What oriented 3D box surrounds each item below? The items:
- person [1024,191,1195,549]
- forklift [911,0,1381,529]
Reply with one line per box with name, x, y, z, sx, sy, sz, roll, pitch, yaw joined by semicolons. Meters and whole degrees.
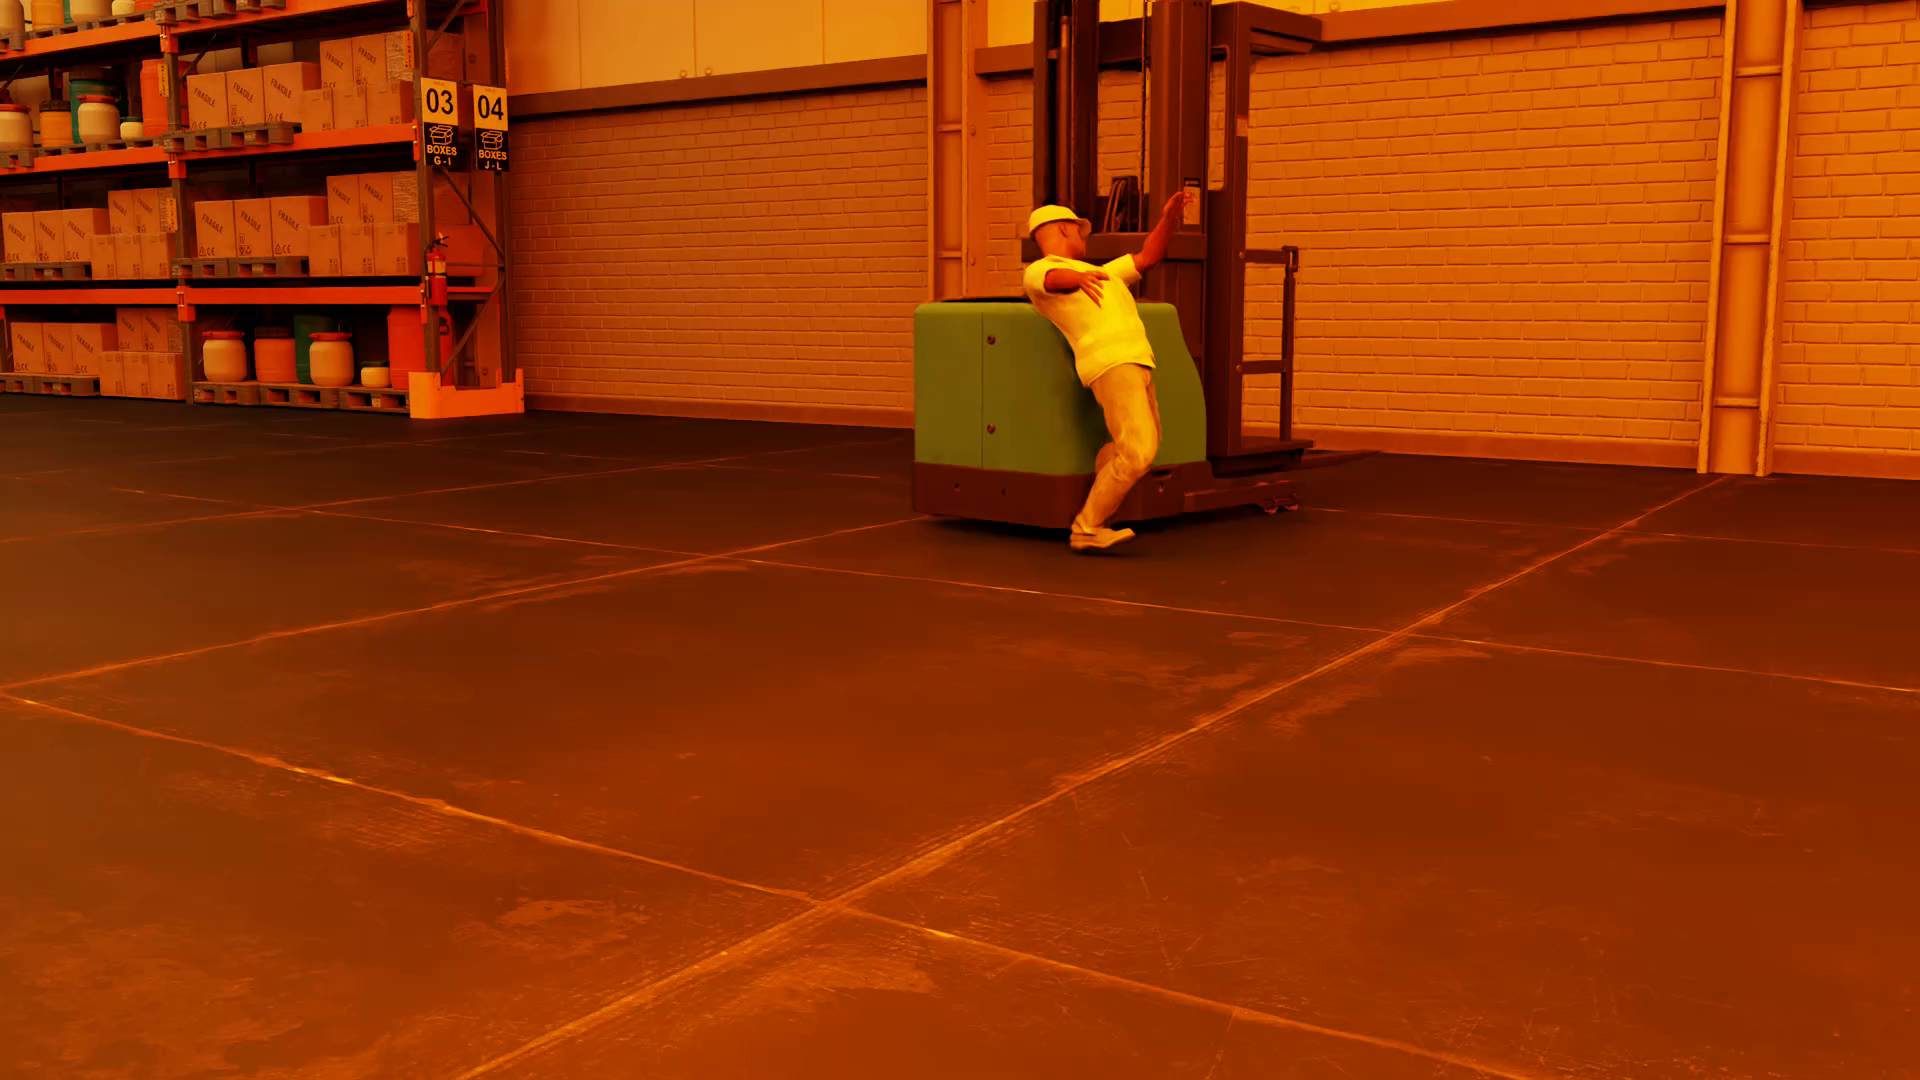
person;0.582;-0.714;7.063;0.738;1.523;1.118;2;8;14
forklift;1.151;-1.627;8.634;1.130;2.935;3.031;8;11;44
